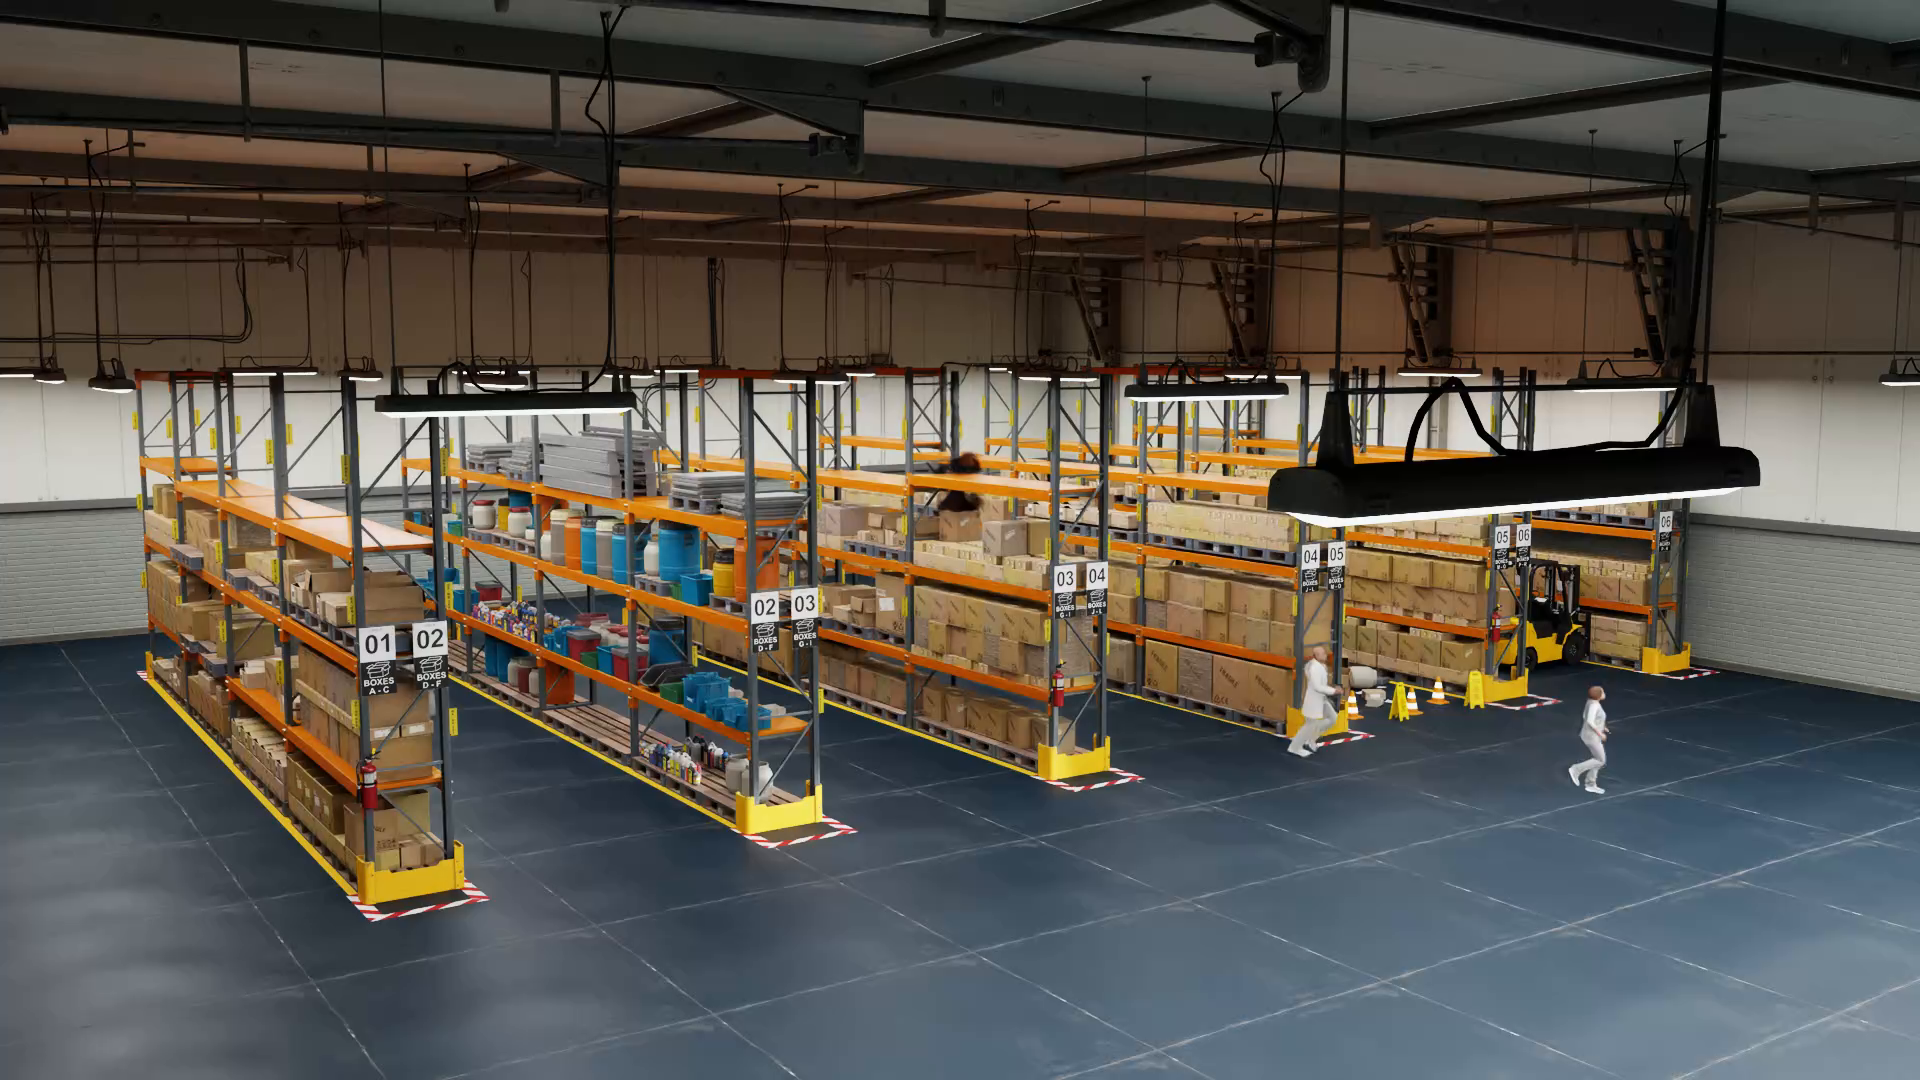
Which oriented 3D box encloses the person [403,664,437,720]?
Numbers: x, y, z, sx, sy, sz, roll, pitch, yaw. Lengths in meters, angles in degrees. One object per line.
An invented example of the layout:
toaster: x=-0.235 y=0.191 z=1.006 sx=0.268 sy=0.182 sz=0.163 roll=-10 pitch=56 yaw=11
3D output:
person: x=-8.856 y=2.465 z=27.201 sx=0.607 sy=1.639 sz=0.550 roll=-6 pitch=9 yaw=-42

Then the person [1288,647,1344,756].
person: x=5.613 y=2.509 z=26.070 sx=0.831 sy=1.717 sz=0.732 roll=3 pitch=7 yaw=23

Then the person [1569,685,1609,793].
person: x=9.078 y=2.866 z=23.984 sx=0.588 sy=1.573 sz=0.533 roll=1 pitch=7 yaw=9
